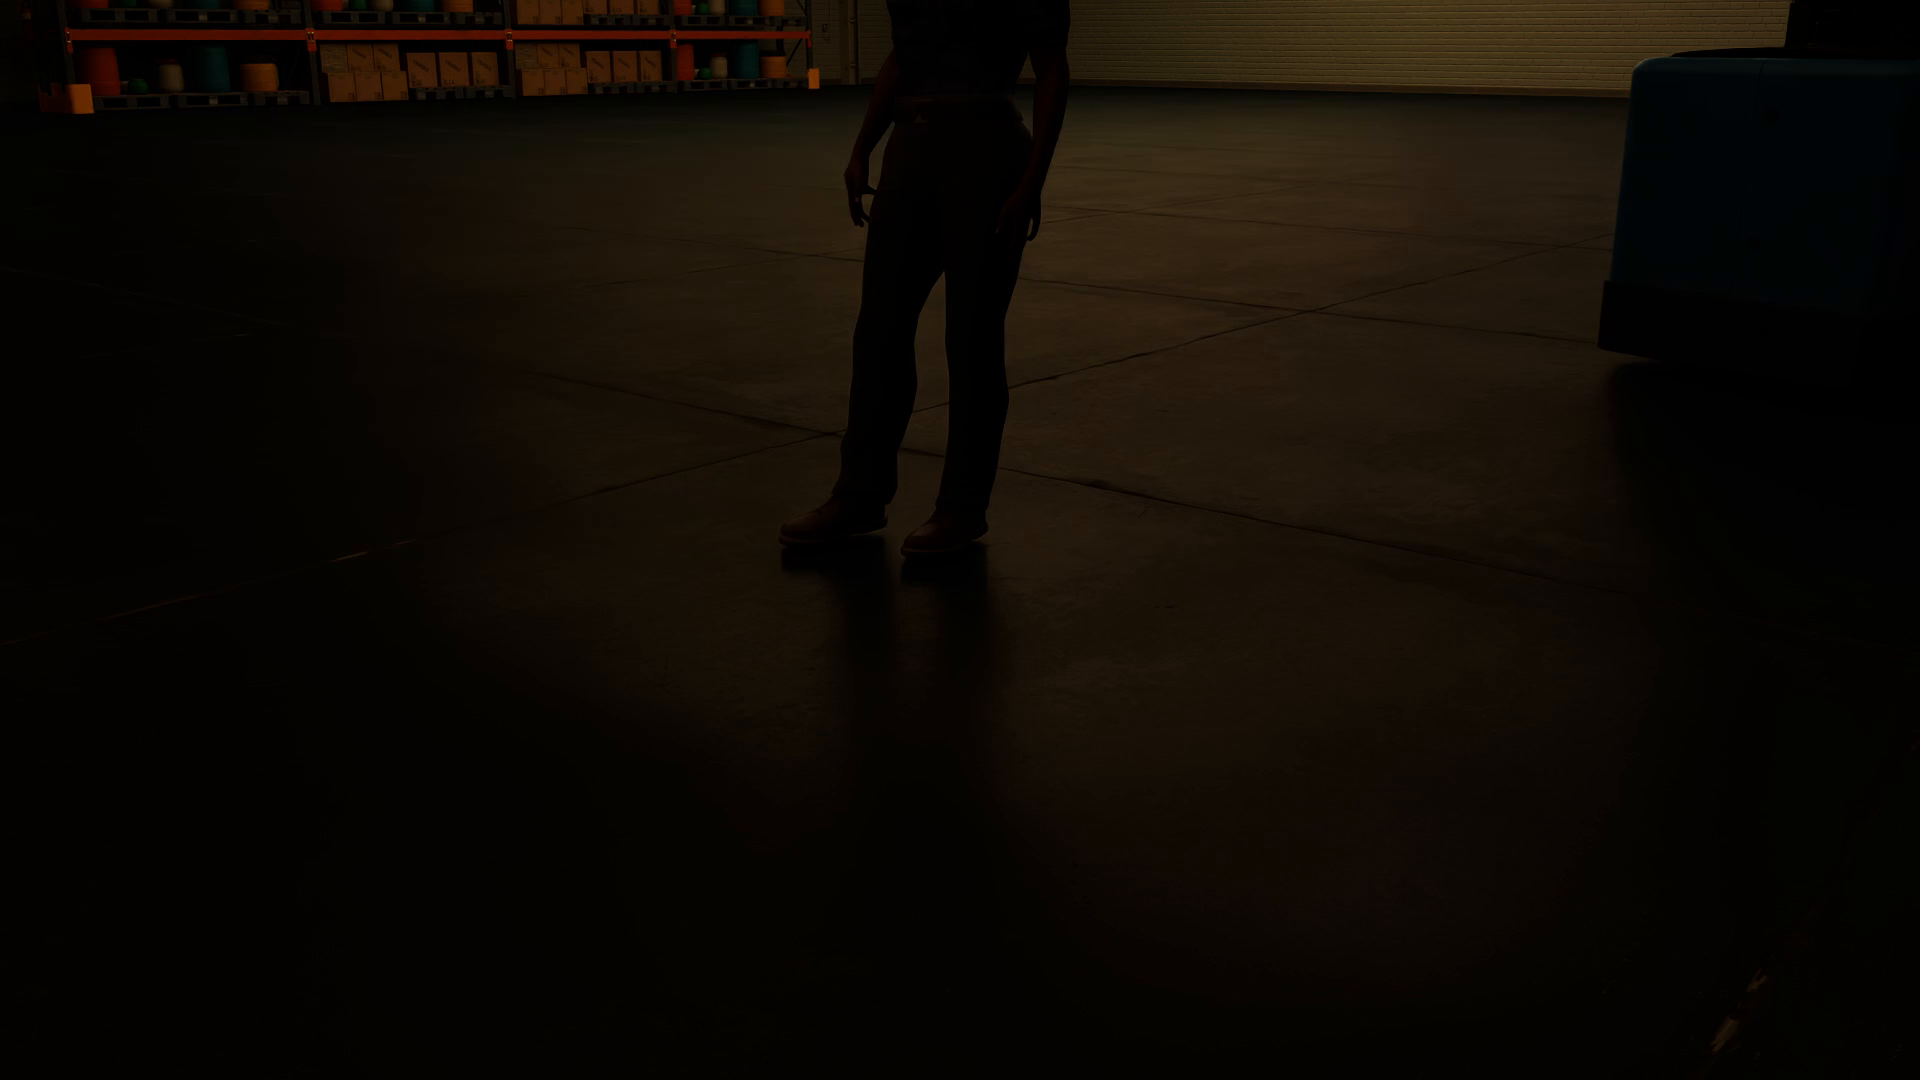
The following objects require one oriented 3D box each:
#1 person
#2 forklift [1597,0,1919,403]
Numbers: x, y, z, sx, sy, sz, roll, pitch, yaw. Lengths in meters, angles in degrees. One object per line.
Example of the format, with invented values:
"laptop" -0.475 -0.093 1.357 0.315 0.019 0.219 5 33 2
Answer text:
"person" -0.071 -0.782 3.647 0.569 1.654 0.504 13 21 37
"forklift" 3.802 -2.146 5.964 3.031 2.935 1.130 -11 20 -32
